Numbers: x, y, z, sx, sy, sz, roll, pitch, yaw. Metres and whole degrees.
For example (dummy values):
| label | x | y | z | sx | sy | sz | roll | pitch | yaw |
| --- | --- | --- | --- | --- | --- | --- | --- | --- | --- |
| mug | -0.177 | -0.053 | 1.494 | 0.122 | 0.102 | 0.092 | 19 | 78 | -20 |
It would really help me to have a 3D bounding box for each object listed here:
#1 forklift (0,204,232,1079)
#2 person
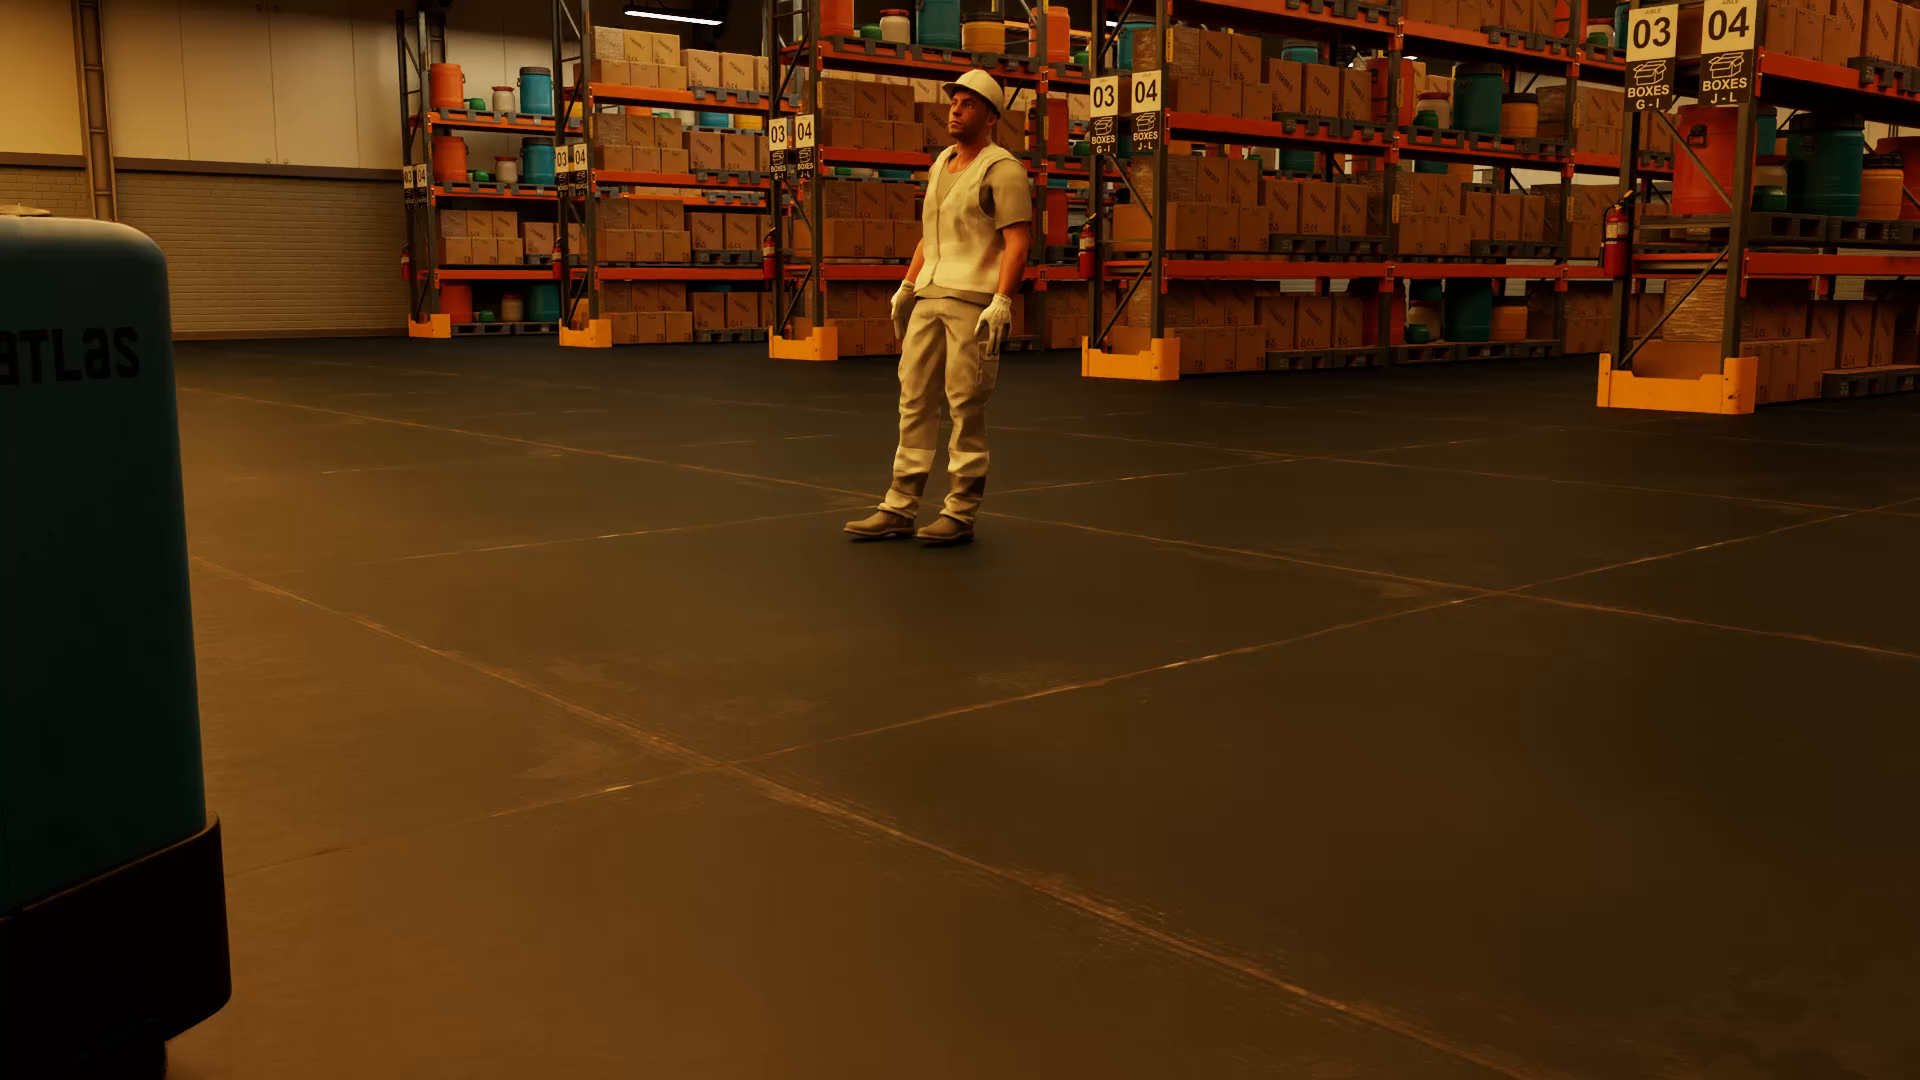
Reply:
| label | x | y | z | sx | sy | sz | roll | pitch | yaw |
| --- | --- | --- | --- | --- | --- | --- | --- | --- | --- |
| forklift | -1.889 | -0.587 | 0.746 | 1.130 | 2.935 | 3.031 | 3 | 9 | 18 |
| person | -0.069 | -0.885 | 6.359 | 0.564 | 1.787 | 0.637 | -8 | 12 | -40 |
